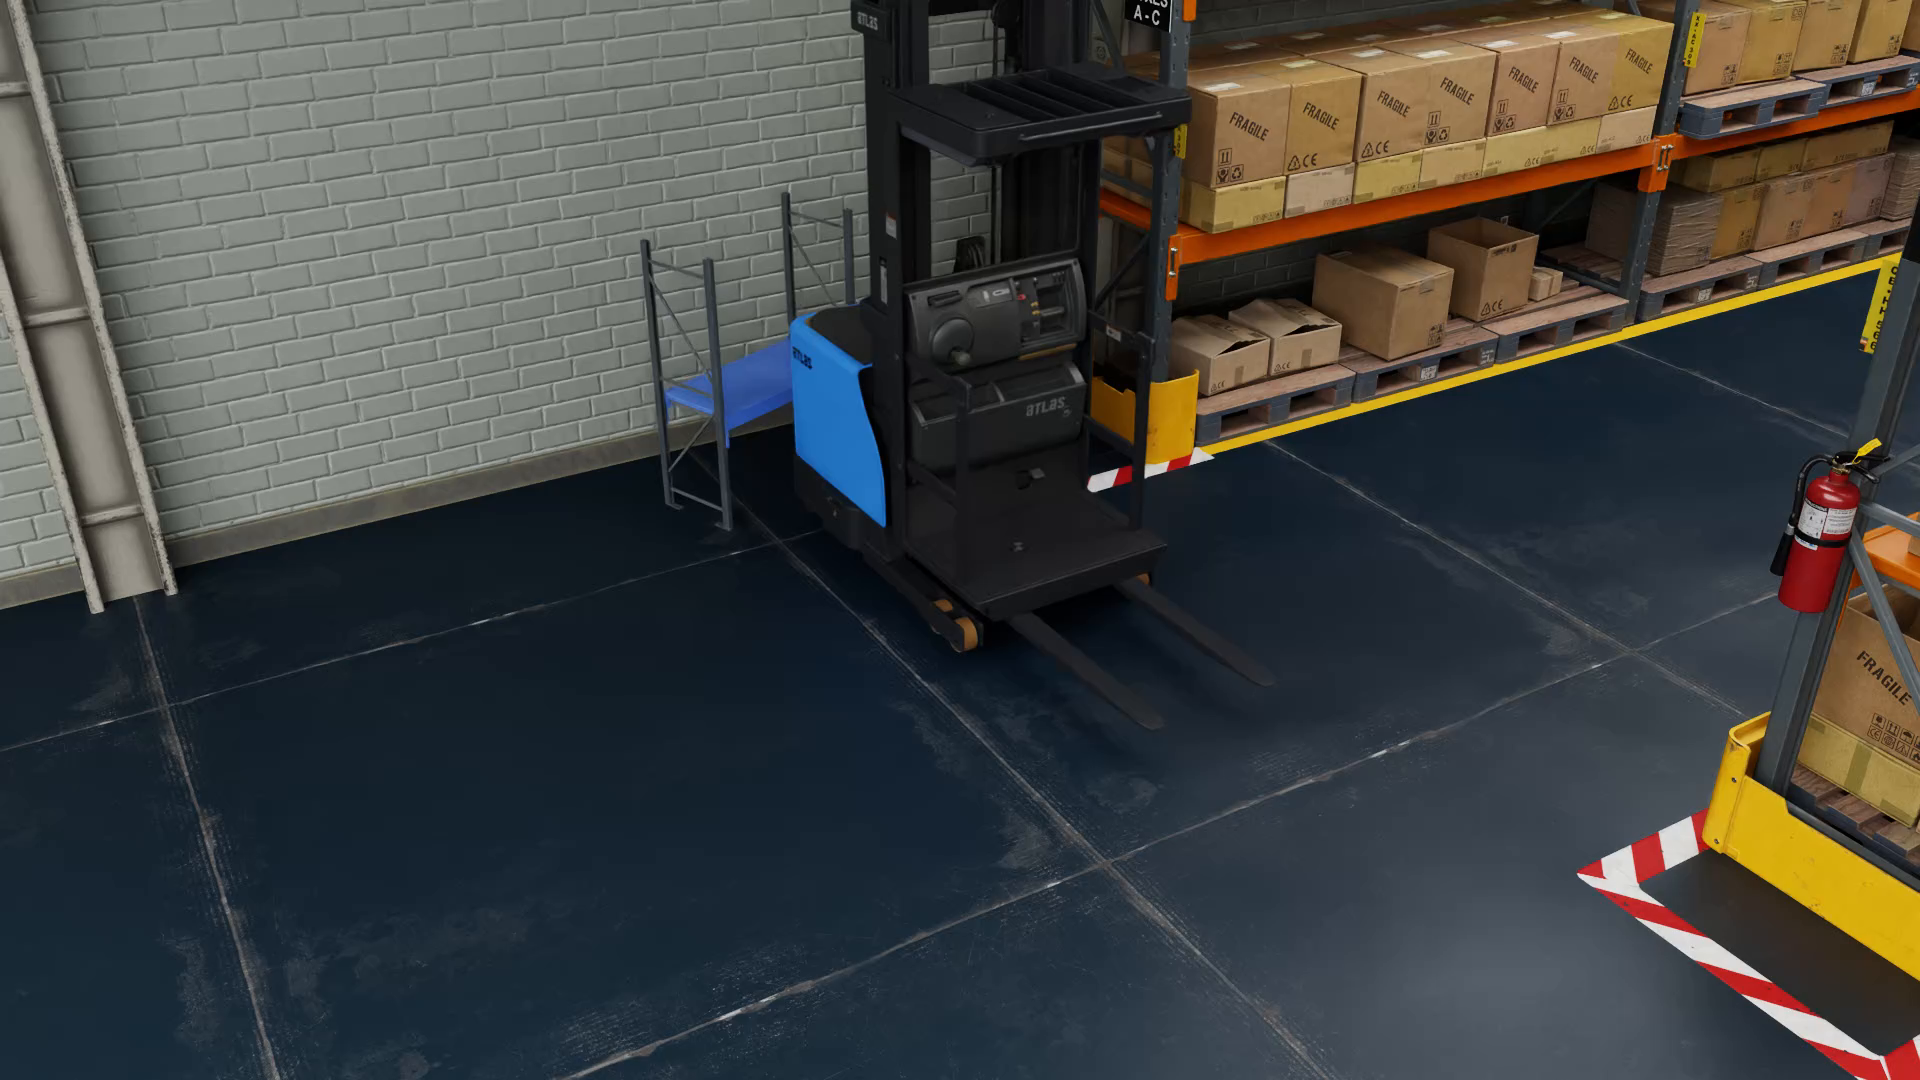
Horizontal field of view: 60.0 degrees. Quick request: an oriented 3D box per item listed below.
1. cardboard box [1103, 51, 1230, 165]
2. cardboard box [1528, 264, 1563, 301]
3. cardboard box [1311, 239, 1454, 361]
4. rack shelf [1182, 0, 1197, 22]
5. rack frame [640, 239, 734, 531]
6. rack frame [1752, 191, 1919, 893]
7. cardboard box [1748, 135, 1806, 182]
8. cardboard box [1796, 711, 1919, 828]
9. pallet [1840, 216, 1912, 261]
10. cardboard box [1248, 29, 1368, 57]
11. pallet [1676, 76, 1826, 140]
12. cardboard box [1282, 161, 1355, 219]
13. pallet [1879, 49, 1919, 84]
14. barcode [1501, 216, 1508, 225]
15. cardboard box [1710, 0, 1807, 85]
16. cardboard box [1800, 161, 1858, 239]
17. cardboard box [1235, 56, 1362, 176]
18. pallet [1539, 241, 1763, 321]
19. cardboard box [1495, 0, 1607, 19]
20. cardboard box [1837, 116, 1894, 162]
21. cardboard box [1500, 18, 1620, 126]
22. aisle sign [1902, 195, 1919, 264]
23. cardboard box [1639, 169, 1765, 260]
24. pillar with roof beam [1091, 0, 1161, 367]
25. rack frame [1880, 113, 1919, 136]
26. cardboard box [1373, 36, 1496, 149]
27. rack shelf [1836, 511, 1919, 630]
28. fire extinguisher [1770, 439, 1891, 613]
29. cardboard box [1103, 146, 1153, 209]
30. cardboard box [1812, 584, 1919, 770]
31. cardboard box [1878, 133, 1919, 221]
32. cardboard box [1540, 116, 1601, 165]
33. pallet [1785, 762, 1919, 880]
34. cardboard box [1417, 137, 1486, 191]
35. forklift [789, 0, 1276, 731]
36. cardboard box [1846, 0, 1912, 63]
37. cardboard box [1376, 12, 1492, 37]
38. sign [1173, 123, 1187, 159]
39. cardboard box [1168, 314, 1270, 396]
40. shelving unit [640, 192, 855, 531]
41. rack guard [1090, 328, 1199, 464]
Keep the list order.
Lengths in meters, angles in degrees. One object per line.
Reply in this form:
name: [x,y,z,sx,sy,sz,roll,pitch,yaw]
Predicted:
cardboard box: [1.172,-2.478,9.494,0.500,0.500,0.500,-16,33,-27]
cardboard box: [3.876,-1.791,11.367,0.250,0.166,0.380,-21,35,-33]
cardboard box: [2.665,-1.531,10.552,0.500,0.500,0.700,-18,34,-29]
rack shelf: [2.598,-3.491,9.611,4.000,0.370,1.077,-16,33,-26]
rack frame: [-1.411,-0.786,8.622,0.500,1.500,0.032,21,35,33]
rack frame: [3.386,0.060,5.537,0.127,3.000,1.000,-16,33,-26]
cardboard box: [5.773,-2.834,12.136,0.500,0.250,0.500,-17,33,-28]
cardboard box: [3.699,0.826,6.561,0.500,0.250,0.500,-16,33,-26]
pallet: [7.096,-2.550,13.151,1.213,0.211,1.003,-16,33,-26]
cardboard box: [2.055,-2.726,9.943,0.500,0.500,0.500,-17,33,-28]
pallet: [5.055,-3.024,11.324,1.213,0.211,1.003,-16,33,-26]
cardboard box: [1.895,-2.066,9.524,0.500,0.250,0.500,-17,33,-28]
pallet: [7.210,-3.658,12.473,1.003,0.211,1.213,-16,33,-26]
barcode: [3.735,-2.188,11.411,0.075,0.075,0.001,-16,33,-26]
cardboard box: [5.264,-3.463,11.361,0.500,0.500,0.700,-12,31,-21]
cardboard box: [6.259,-2.650,12.580,0.500,0.500,0.700,-16,33,-27]
cardboard box: [1.868,-2.383,9.321,0.500,0.500,0.500,-16,33,-26]
pallet: [4.993,-1.952,12.069,1.213,0.211,1.003,-16,33,-26]
cardboard box: [3.811,-3.225,10.848,0.500,0.500,0.500,-17,33,-27]
cardboard box: [6.653,-3.076,12.575,0.500,0.250,0.500,-15,32,-25]
cardboard box: [3.644,-2.884,10.230,0.500,0.500,0.500,-16,33,-27]
aisle sign: [3.181,-1.185,5.101,0.004,0.787,0.394,-16,33,-26]
cardboard box: [5.368,-2.415,12.153,0.500,0.500,0.700,-17,33,-27]
pillar with roof beam: [3.220,-3.368,5.539,0.400,9.000,9.100,-16,33,-26]
rack frame: [7.771,-3.961,12.823,0.127,3.000,1.000,-16,33,-26]
cardboard box: [2.756,-2.638,9.784,0.500,0.500,0.500,-15,32,-25]
rack shelf: [5.111,-0.115,6.598,4.000,0.370,1.077,-16,33,-26]
fire extinguisher: [3.049,-0.071,5.854,0.183,0.674,0.296,-16,33,-26]
cardboard box: [1.178,-2.141,9.660,0.500,0.250,0.500,-15,32,-26]
cardboard box: [3.698,0.496,6.381,0.500,0.500,0.500,-16,33,-26]
cardboard box: [7.176,-2.861,12.962,0.500,0.500,0.700,-15,32,-26]
cardboard box: [3.633,-2.564,10.427,0.500,0.250,0.500,-16,33,-26]
pallet: [4.024,1.076,6.582,1.213,0.211,1.003,-16,33,-26]
cardboard box: [2.775,-2.311,9.968,0.500,0.250,0.500,-16,32,-26]
forklift: [0.294,-1.012,7.551,1.130,2.935,3.031,-16,33,-27]
cardboard box: [6.308,-3.764,11.907,0.500,0.500,0.700,-16,33,-26]
cardboard box: [2.931,-2.981,10.405,0.500,0.500,0.500,-15,32,-25]
sign: [1.148,-2.156,8.656,0.005,0.325,0.100,-16,33,-26]
cardboard box: [1.515,-1.150,10.057,0.500,0.311,0.500,-20,35,-32]
shelving unit: [-1.093,-0.978,8.969,0.538,1.500,1.048,21,35,33]
rack guard: [0.939,-0.927,9.912,0.348,0.500,1.175,-16,33,-26]
